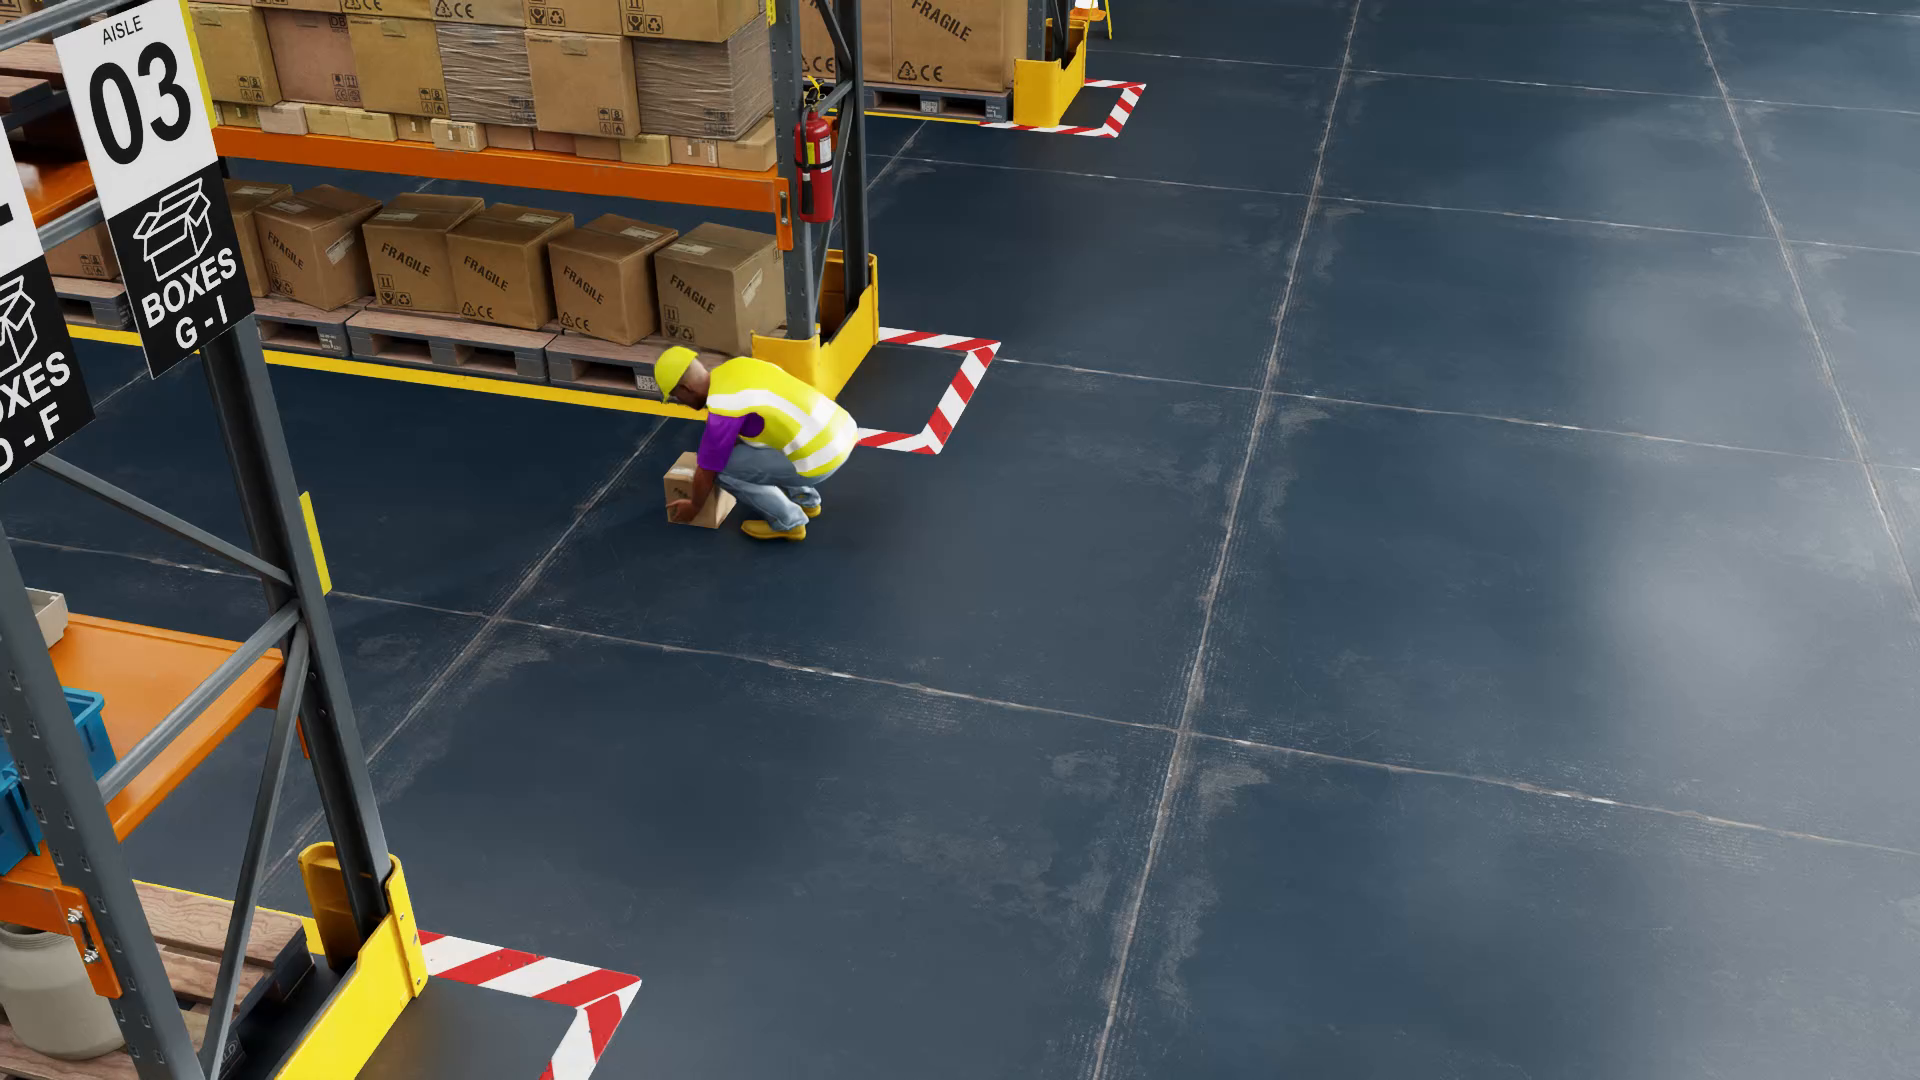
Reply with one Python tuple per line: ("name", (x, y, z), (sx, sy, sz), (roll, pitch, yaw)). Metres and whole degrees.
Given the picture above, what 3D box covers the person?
("person", (-0.937, -0.448, 7.630), (0.893, 0.896, 0.560), (8, 34, 12))
